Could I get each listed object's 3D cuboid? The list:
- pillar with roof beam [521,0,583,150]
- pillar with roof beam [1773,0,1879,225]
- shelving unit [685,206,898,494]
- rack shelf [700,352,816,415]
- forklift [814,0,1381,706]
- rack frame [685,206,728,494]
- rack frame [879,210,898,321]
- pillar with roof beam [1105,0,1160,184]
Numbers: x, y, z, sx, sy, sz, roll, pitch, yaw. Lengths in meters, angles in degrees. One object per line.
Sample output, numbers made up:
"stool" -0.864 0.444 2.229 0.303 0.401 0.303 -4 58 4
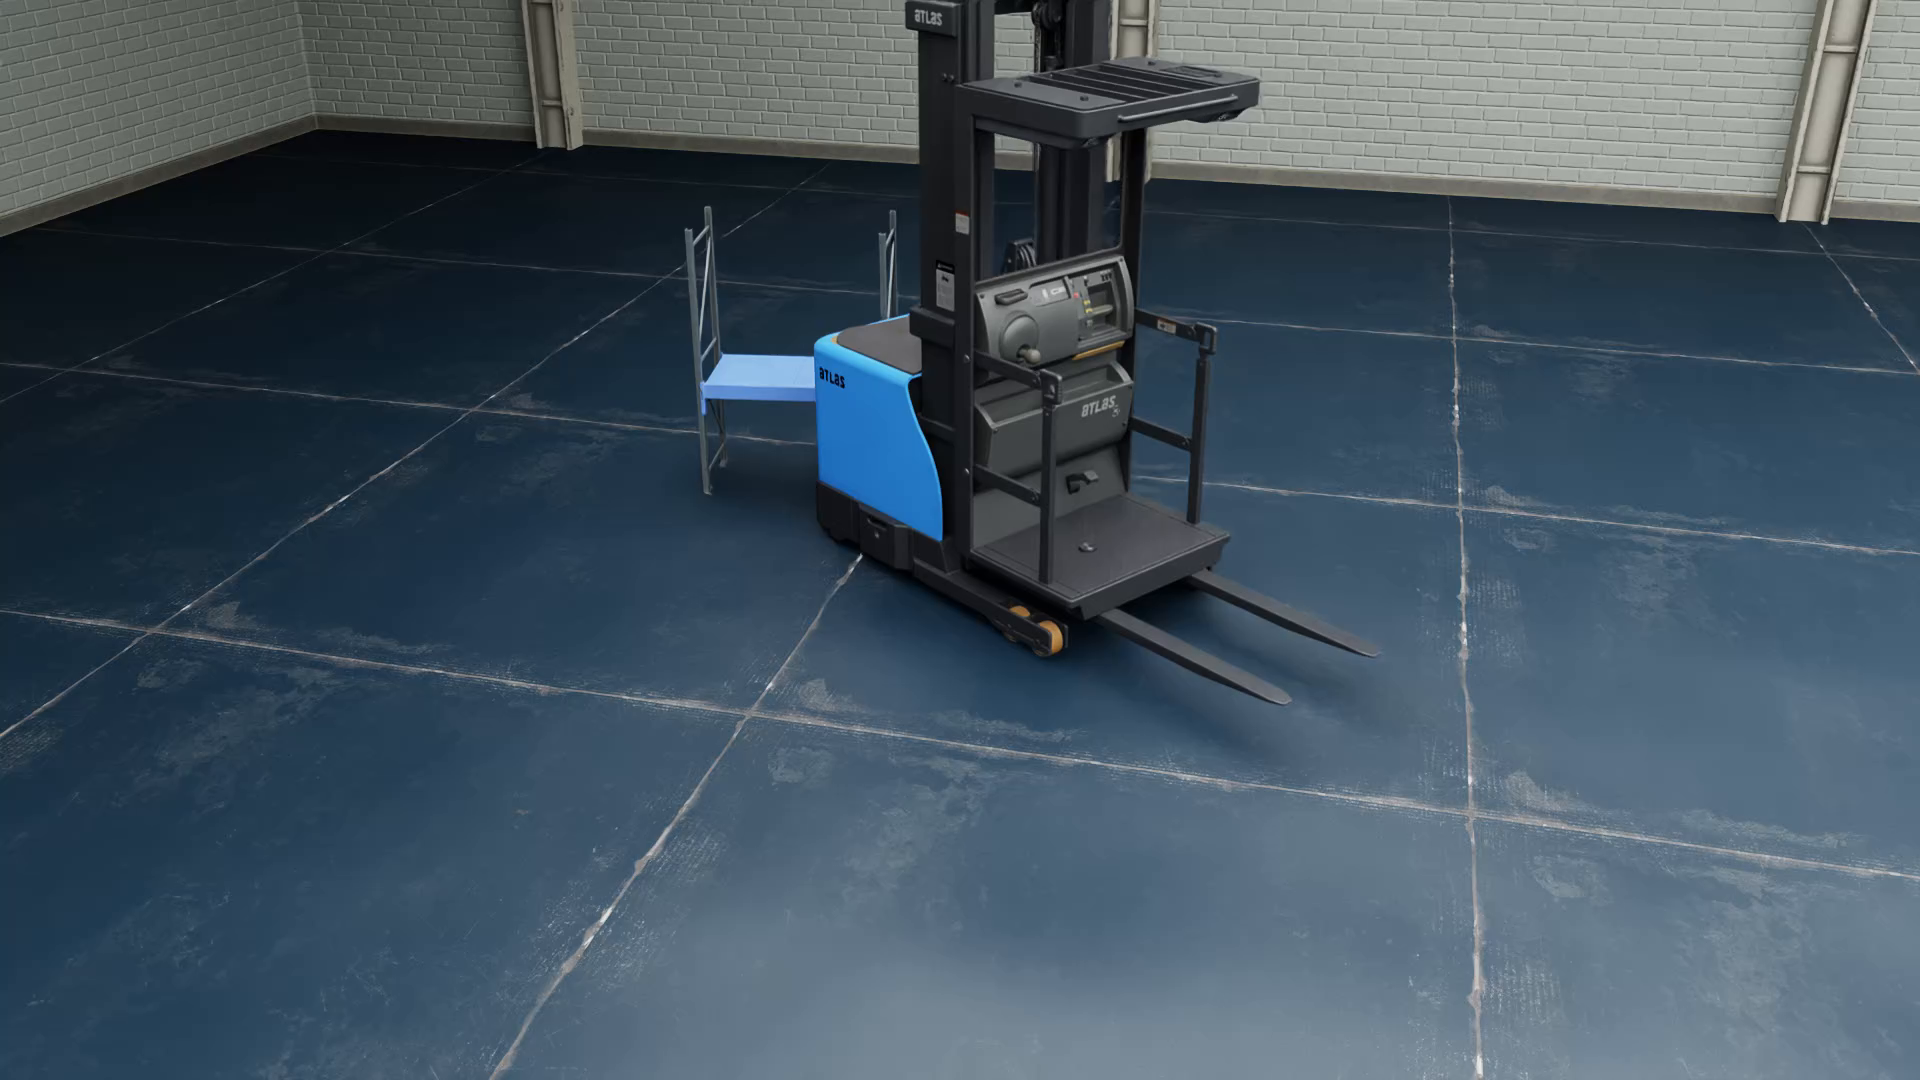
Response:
"pillar with roof beam" -5.255 -6.400 11.724 0.400 9.000 9.100 6 26 13
"pillar with roof beam" 6.367 -5.115 9.026 0.400 9.000 9.100 6 26 13
"shelving unit" -0.890 -1.023 9.154 1.048 1.500 0.538 2 26 4
"rack shelf" -0.890 -0.860 9.231 1.000 0.185 0.538 2 26 4
"forklift" 0.587 -1.032 7.507 1.130 2.935 3.031 -20 32 -36
"rack frame" -1.396 -1.041 9.191 0.032 1.500 0.500 2 26 4
"rack frame" -0.383 -1.005 9.116 0.032 1.500 0.500 2 26 4
"pillar with roof beam" 0.556 -5.758 10.375 0.400 9.000 9.100 6 26 13
